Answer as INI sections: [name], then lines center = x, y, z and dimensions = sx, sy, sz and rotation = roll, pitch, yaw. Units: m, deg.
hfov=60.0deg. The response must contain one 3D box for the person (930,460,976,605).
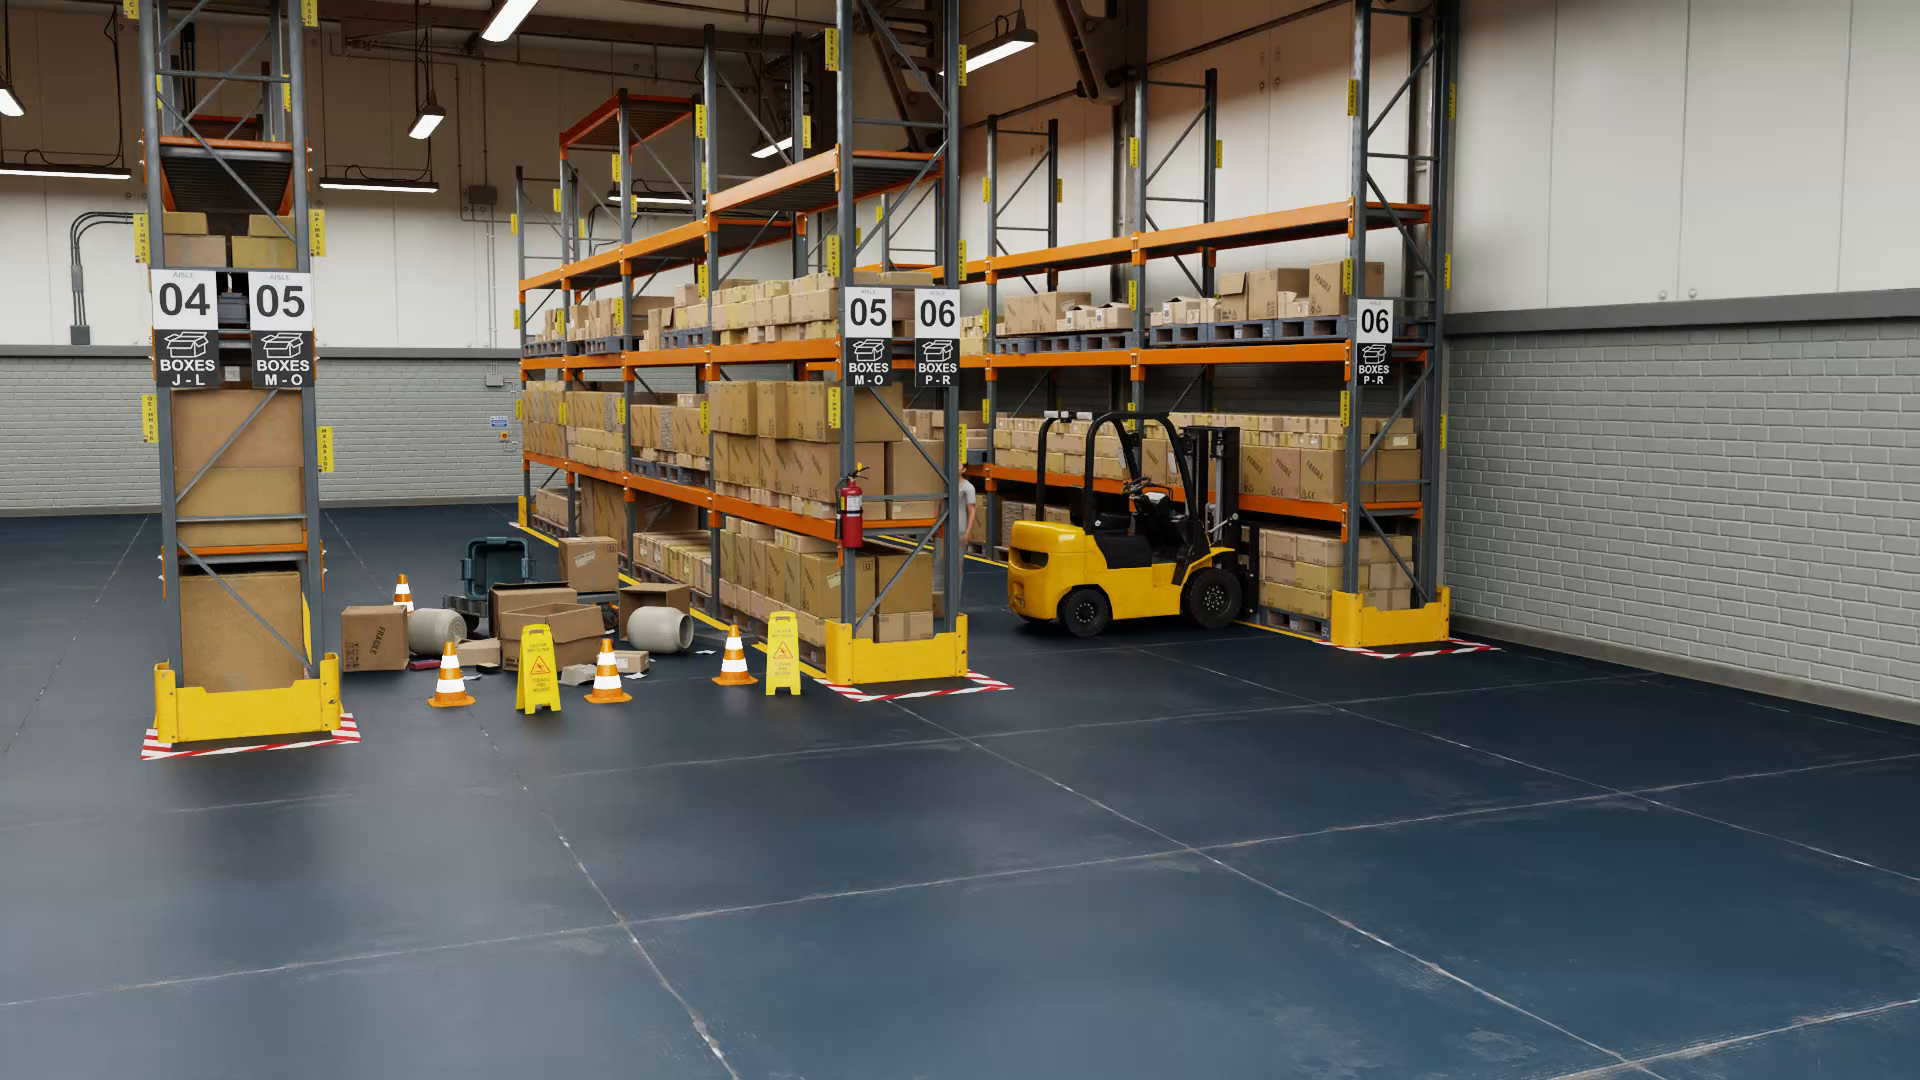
[person]
center = -0.125, -0.062, 17.516
dimensions = 0.549, 1.674, 0.548
rotation = 4, 7, 37
